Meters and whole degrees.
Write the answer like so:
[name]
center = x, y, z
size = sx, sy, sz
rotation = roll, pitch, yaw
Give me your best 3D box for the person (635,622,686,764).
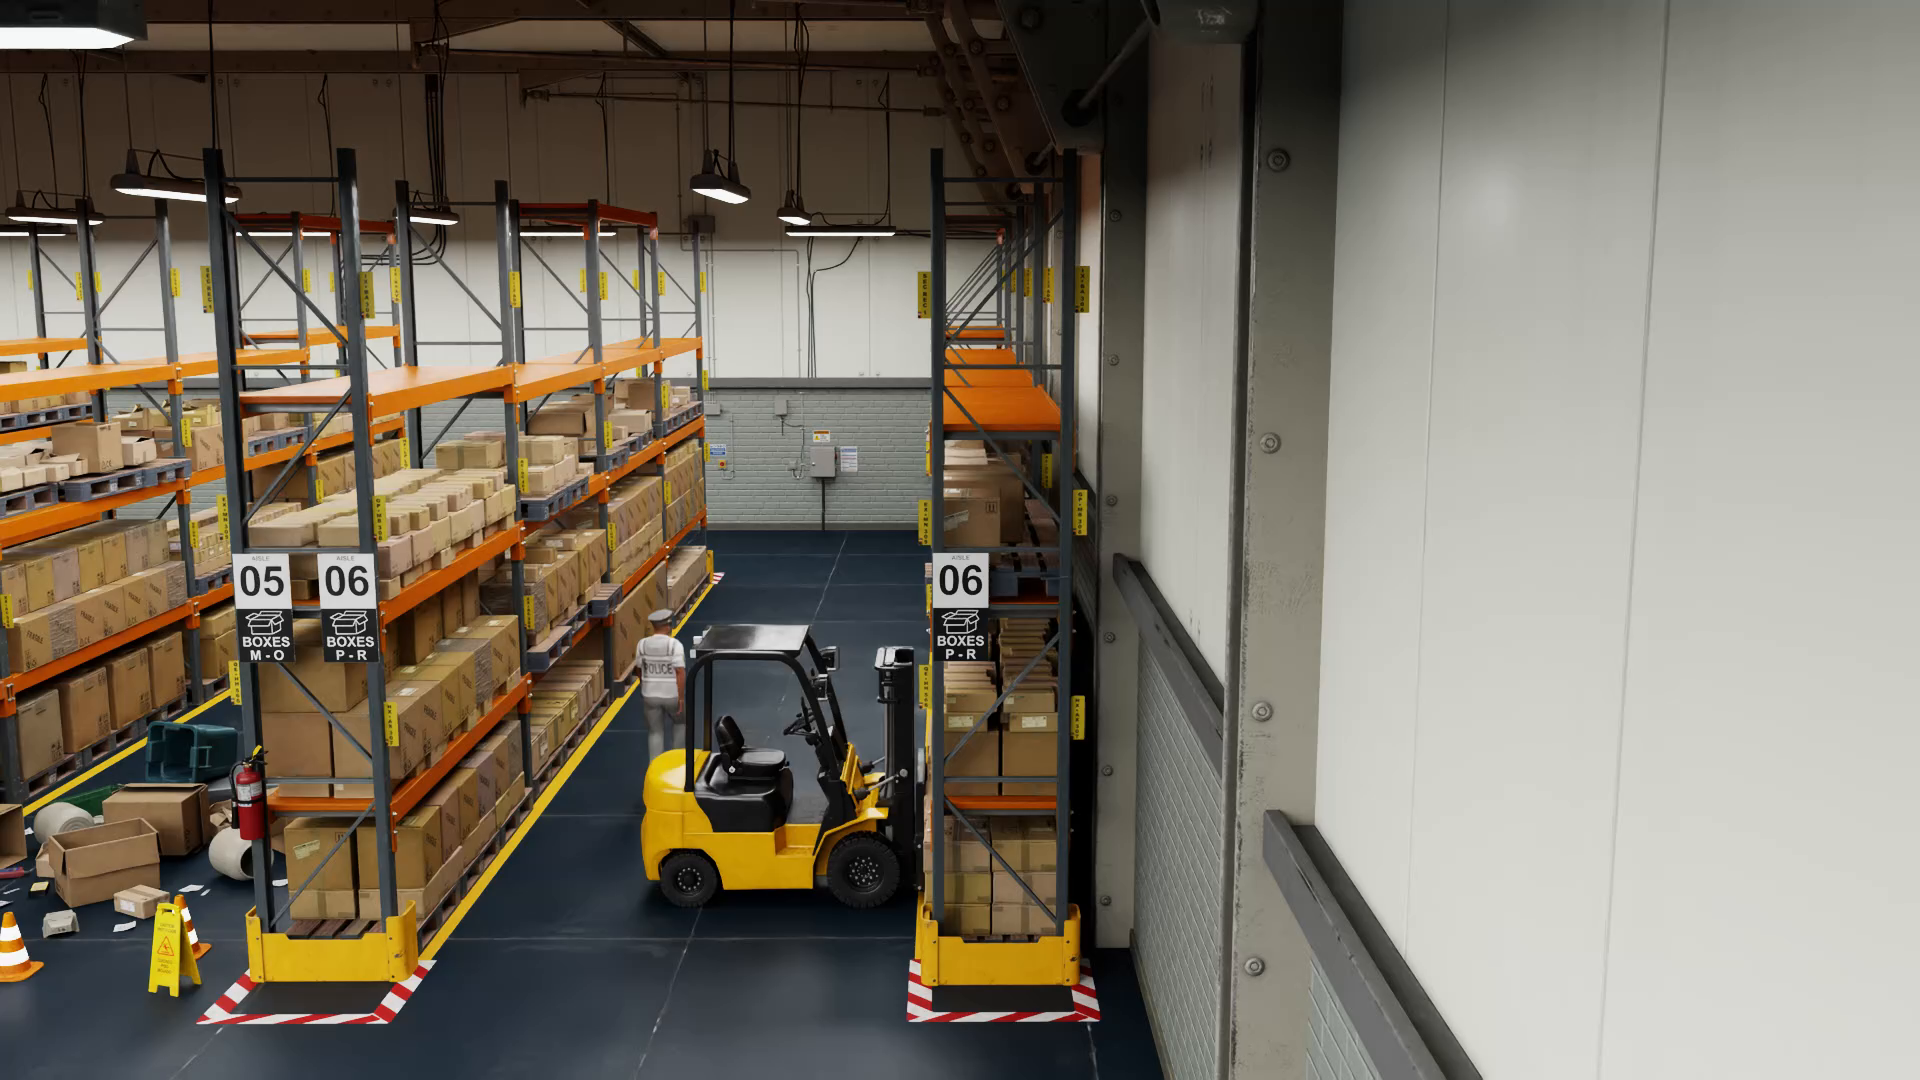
[person]
center = -3.037, 1.622, 16.966
size = 0.524, 1.768, 0.687
rotation = 0, 9, -3
